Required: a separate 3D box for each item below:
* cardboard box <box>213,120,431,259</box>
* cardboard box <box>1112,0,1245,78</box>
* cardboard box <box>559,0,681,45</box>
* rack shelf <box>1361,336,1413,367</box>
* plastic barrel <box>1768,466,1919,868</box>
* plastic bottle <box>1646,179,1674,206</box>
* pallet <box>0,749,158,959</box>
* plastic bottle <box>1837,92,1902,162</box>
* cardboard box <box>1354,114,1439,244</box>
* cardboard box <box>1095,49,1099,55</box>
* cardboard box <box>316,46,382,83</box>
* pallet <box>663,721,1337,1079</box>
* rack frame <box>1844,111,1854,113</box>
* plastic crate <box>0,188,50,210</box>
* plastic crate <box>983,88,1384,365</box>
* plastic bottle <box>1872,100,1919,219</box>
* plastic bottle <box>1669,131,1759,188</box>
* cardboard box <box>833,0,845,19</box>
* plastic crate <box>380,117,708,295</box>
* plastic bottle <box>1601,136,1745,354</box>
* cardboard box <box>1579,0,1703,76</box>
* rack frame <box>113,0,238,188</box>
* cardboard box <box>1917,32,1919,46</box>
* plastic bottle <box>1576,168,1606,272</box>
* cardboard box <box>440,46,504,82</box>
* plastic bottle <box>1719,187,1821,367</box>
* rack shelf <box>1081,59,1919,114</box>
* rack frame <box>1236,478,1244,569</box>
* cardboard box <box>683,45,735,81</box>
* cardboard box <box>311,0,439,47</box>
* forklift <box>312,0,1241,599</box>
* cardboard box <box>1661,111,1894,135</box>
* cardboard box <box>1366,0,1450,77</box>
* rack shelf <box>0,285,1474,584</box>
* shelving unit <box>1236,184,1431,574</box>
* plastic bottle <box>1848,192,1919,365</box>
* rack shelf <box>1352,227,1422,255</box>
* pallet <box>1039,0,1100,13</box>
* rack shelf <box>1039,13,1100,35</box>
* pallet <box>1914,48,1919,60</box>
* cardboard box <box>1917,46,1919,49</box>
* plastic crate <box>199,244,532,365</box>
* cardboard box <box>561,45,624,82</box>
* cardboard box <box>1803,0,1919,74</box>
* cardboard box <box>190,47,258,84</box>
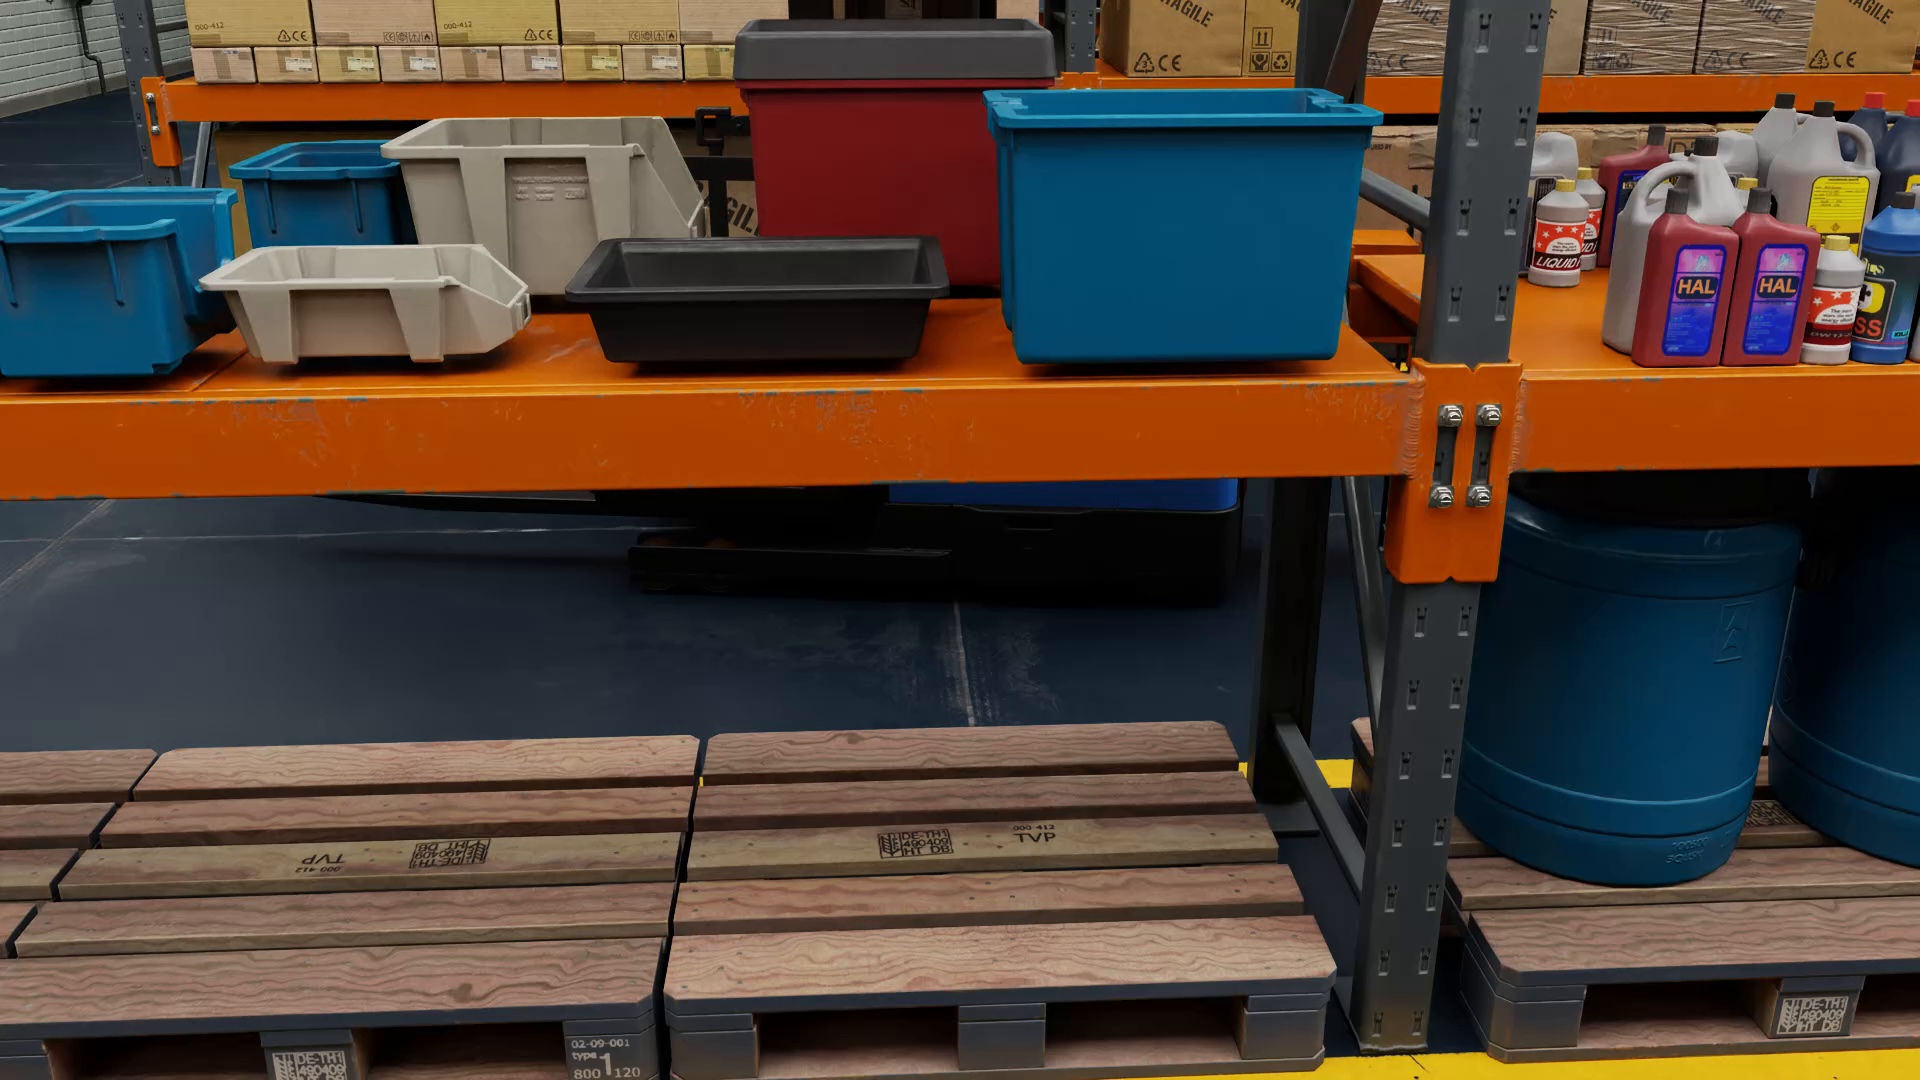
[{"bbox_3d":[-2.861,-1.543,7.854,0.875,0.875,0.875,-1,21,-3],"label":"cardboard box"},{"bbox_3d":[0.971,-2.347,7.429,0.500,0.500,0.500,-1,21,-3],"label":"cardboard box"},{"bbox_3d":[-1.460,-2.315,7.279,0.500,0.250,0.500,-2,21,-4],"label":"cardboard box"},{"bbox_3d":[1.150,-0.649,5.199,0.480,0.148,0.258,2,21,5],"label":"rack shelf"},{"bbox_3d":[2.032,0.145,3.384,0.708,0.901,0.600,-1,21,-3],"label":"plastic barrel"},{"bbox_3d":[1.406,-0.643,3.374,0.097,0.201,0.097,0,21,0],"label":"plastic bottle"},{"bbox_3d":[-2.387,0.761,3.325,1.213,0.211,1.003,-1,21,-3],"label":"pallet"},{"bbox_3d":[1.864,-0.736,3.407,0.185,0.351,0.144,-1,21,-3],"label":"plastic bottle"},{"bbox_3d":[2.028,-1.621,8.060,0.875,0.875,1.225,-2,21,-5],"label":"cardboard box"},{"bbox_3d":[1.045,-3.627,12.801,0.500,0.250,0.500,-2,21,-4],"label":"cardboard box"},{"bbox_3d":[-2.611,-2.082,7.227,0.250,0.149,0.380,-2,21,-4],"label":"cardboard box"},{"bbox_3d":[0.049,0.712,3.455,1.213,0.211,1.003,-1,21,-3],"label":"pallet"},{"bbox_3d":[4.491,-2.461,7.869,0.127,3.000,1.000,-1,21,-3],"label":"rack frame"},{"bbox_3d":[-1.633,-0.404,2.616,0.300,0.233,0.416,-1,21,-3],"label":"plastic crate"},{"bbox_3d":[0.334,-0.510,2.683,0.575,0.384,0.392,-1,21,-3],"label":"plastic crate"},{"bbox_3d":[1.872,-0.685,3.273,0.185,0.351,0.144,-1,21,-3],"label":"plastic bottle"},{"bbox_3d":[1.520,-0.692,3.398,0.135,0.276,0.152,-1,21,-3],"label":"plastic bottle"},{"bbox_3d":[-0.445,-2.335,7.331,0.500,0.250,0.500,-1,21,-1],"label":"cardboard box"},{"bbox_3d":[-0.755,-0.627,3.135,0.530,0.282,0.437,-1,21,-3],"label":"plastic crate"},{"bbox_3d":[1.191,-0.490,2.761,0.185,0.351,0.144,-1,21,-3],"label":"plastic bottle"},{"bbox_3d":[2.996,-2.390,7.542,0.500,0.500,0.500,-2,21,-5],"label":"cardboard box"},{"bbox_3d":[-3.496,-2.298,7.442,0.127,3.000,1.000,-1,21,-3],"label":"rack frame"},{"bbox_3d":[10.102,-5.277,17.486,0.500,0.500,0.500,-2,21,-4],"label":"cardboard box"},{"bbox_3d":[1.270,-0.662,3.424,0.097,0.201,0.097,0,21,0],"label":"plastic bottle"},{"bbox_3d":[-2.097,-2.092,7.254,0.250,0.149,0.380,-2,21,-4],"label":"cardboard box"},{"bbox_3d":[1.304,-0.424,2.683,0.133,0.283,0.061,-1,21,-3],"label":"plastic bottle"},{"bbox_3d":[2.494,-2.084,7.890,4.000,0.370,1.077,-1,21,-3],"label":"rack shelf"},{"bbox_3d":[0.907,-0.510,5.275,0.015,1.200,0.240,2,21,5],"label":"rack frame"},{"bbox_3d":[-1.071,-2.113,7.309,0.250,0.149,0.380,-1,21,-4],"label":"cardboard box"},{"bbox_3d":[-2.483,-2.294,7.223,0.500,0.250,0.500,-1,21,-4],"label":"cardboard box"},{"bbox_3d":[-0.621,-1.389,5.151,3.031,2.935,1.130,2,21,5],"label":"forklift"},{"bbox_3d":[3.801,-1.657,8.155,0.875,0.875,1.225,-2,21,-6],"label":"cardboard box"},{"bbox_3d":[1.973,-2.367,7.483,0.500,0.500,0.500,-2,21,-4],"label":"cardboard box"},{"bbox_3d":[-1.216,-0.243,3.055,4.000,0.370,1.077,-1,21,-3],"label":"rack shelf"},{"bbox_3d":[1.150,-0.503,5.255,0.503,1.200,0.258,2,21,5],"label":"shelving unit"},{"bbox_3d":[1.515,-0.429,2.714,0.097,0.271,0.097,0,21,0],"label":"plastic bottle"},{"bbox_3d":[1.150,-0.870,5.115,0.480,0.148,0.258,2,21,5],"label":"rack shelf"},{"bbox_3d":[1.087,-4.018,12.228,1.213,0.211,1.003,-1,21,-3],"label":"pallet"},{"bbox_3d":[2.312,-3.848,12.523,4.000,0.370,1.077,-1,21,-3],"label":"rack shelf"},{"bbox_3d":[5.197,-2.423,8.040,1.003,0.211,1.213,-1,21,-3],"label":"pallet"},{"bbox_3d":[7.688,-3.406,12.924,0.750,0.750,1.050,-1,21,-3],"label":"cardboard box"},{"bbox_3d":[-0.941,-0.383,2.697,0.466,0.136,0.293,-1,21,-3],"label":"plastic crate"},{"bbox_3d":[-1.587,-2.103,7.281,0.250,0.149,0.380,-2,21,-4],"label":"cardboard box"},{"bbox_3d":[4.013,-2.410,7.593,0.500,0.500,0.500,-1,21,-1],"label":"cardboard box"},{"bbox_3d":[-3.122,-2.071,7.198,0.250,0.149,0.380,-1,21,-2],"label":"cardboard box"}]
